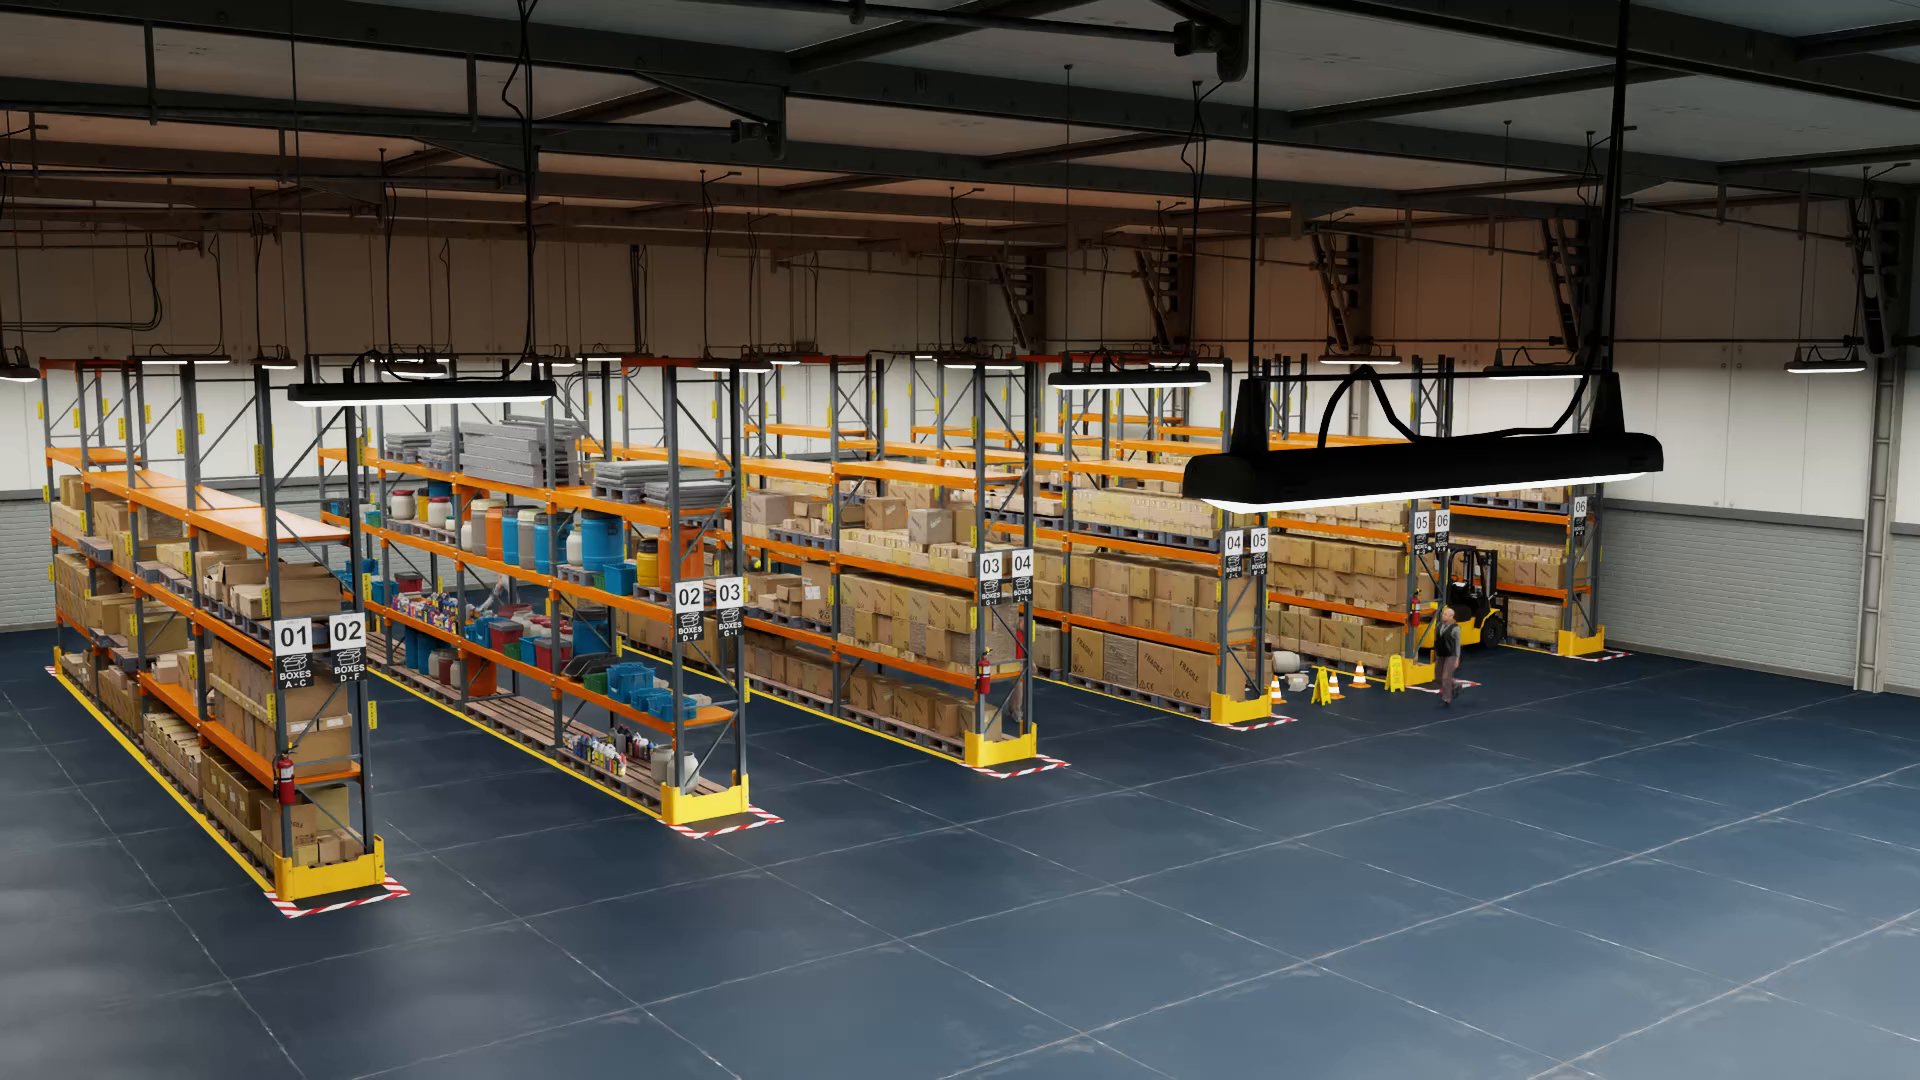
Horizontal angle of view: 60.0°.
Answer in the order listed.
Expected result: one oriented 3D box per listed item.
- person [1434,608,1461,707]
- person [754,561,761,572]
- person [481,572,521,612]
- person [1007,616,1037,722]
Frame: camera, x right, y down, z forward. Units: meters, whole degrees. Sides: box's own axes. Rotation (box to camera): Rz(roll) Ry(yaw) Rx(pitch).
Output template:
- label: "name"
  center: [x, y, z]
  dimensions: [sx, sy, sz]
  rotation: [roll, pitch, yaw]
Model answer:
- label: "person"
  center: [8.493, 2.017, 28.839]
  dimensions: [0.684, 1.709, 0.549]
  rotation: [-4, 8, -27]
- label: "person"
  center: [-4.148, 1.299, 34.760]
  dimensions: [0.626, 1.708, 1.085]
  rotation: [-5, 8, -34]
- label: "person"
  center: [-10.512, 0.938, 38.308]
  dimensions: [1.110, 1.607, 0.431]
  rotation: [-2, 7, -20]
- label: "person"
  center: [0.985, 2.167, 27.819]
  dimensions: [0.501, 1.804, 0.590]
  rotation: [5, 8, 35]
